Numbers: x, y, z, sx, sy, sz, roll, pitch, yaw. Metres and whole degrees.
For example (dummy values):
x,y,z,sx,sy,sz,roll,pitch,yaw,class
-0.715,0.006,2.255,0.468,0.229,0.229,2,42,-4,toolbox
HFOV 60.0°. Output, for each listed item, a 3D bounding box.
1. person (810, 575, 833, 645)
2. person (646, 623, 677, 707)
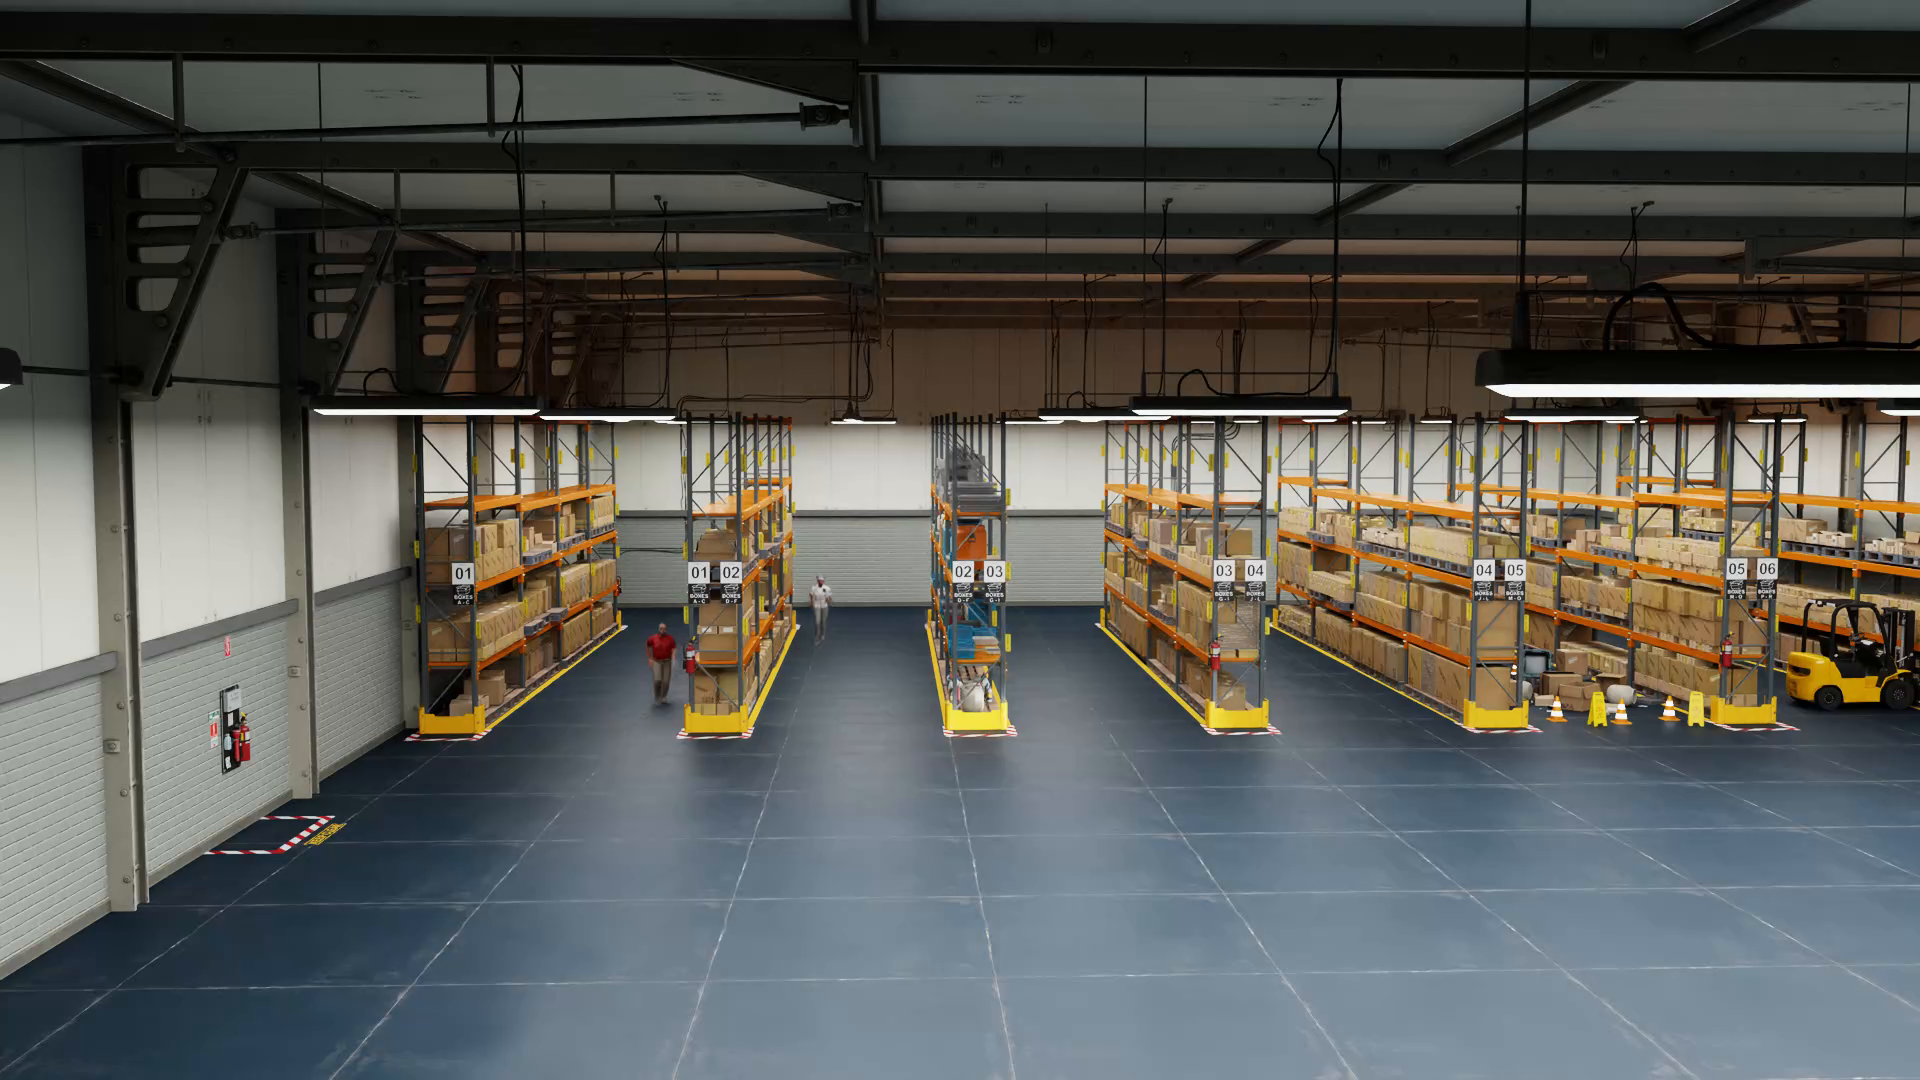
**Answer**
x,y,z,sx,sy,sz,roll,pitch,yaw,class
-3.515,1.763,42.113,0.582,1.785,0.698,0,4,-5,person
-6.120,2.564,34.147,0.607,1.723,0.797,-1,4,-19,person
